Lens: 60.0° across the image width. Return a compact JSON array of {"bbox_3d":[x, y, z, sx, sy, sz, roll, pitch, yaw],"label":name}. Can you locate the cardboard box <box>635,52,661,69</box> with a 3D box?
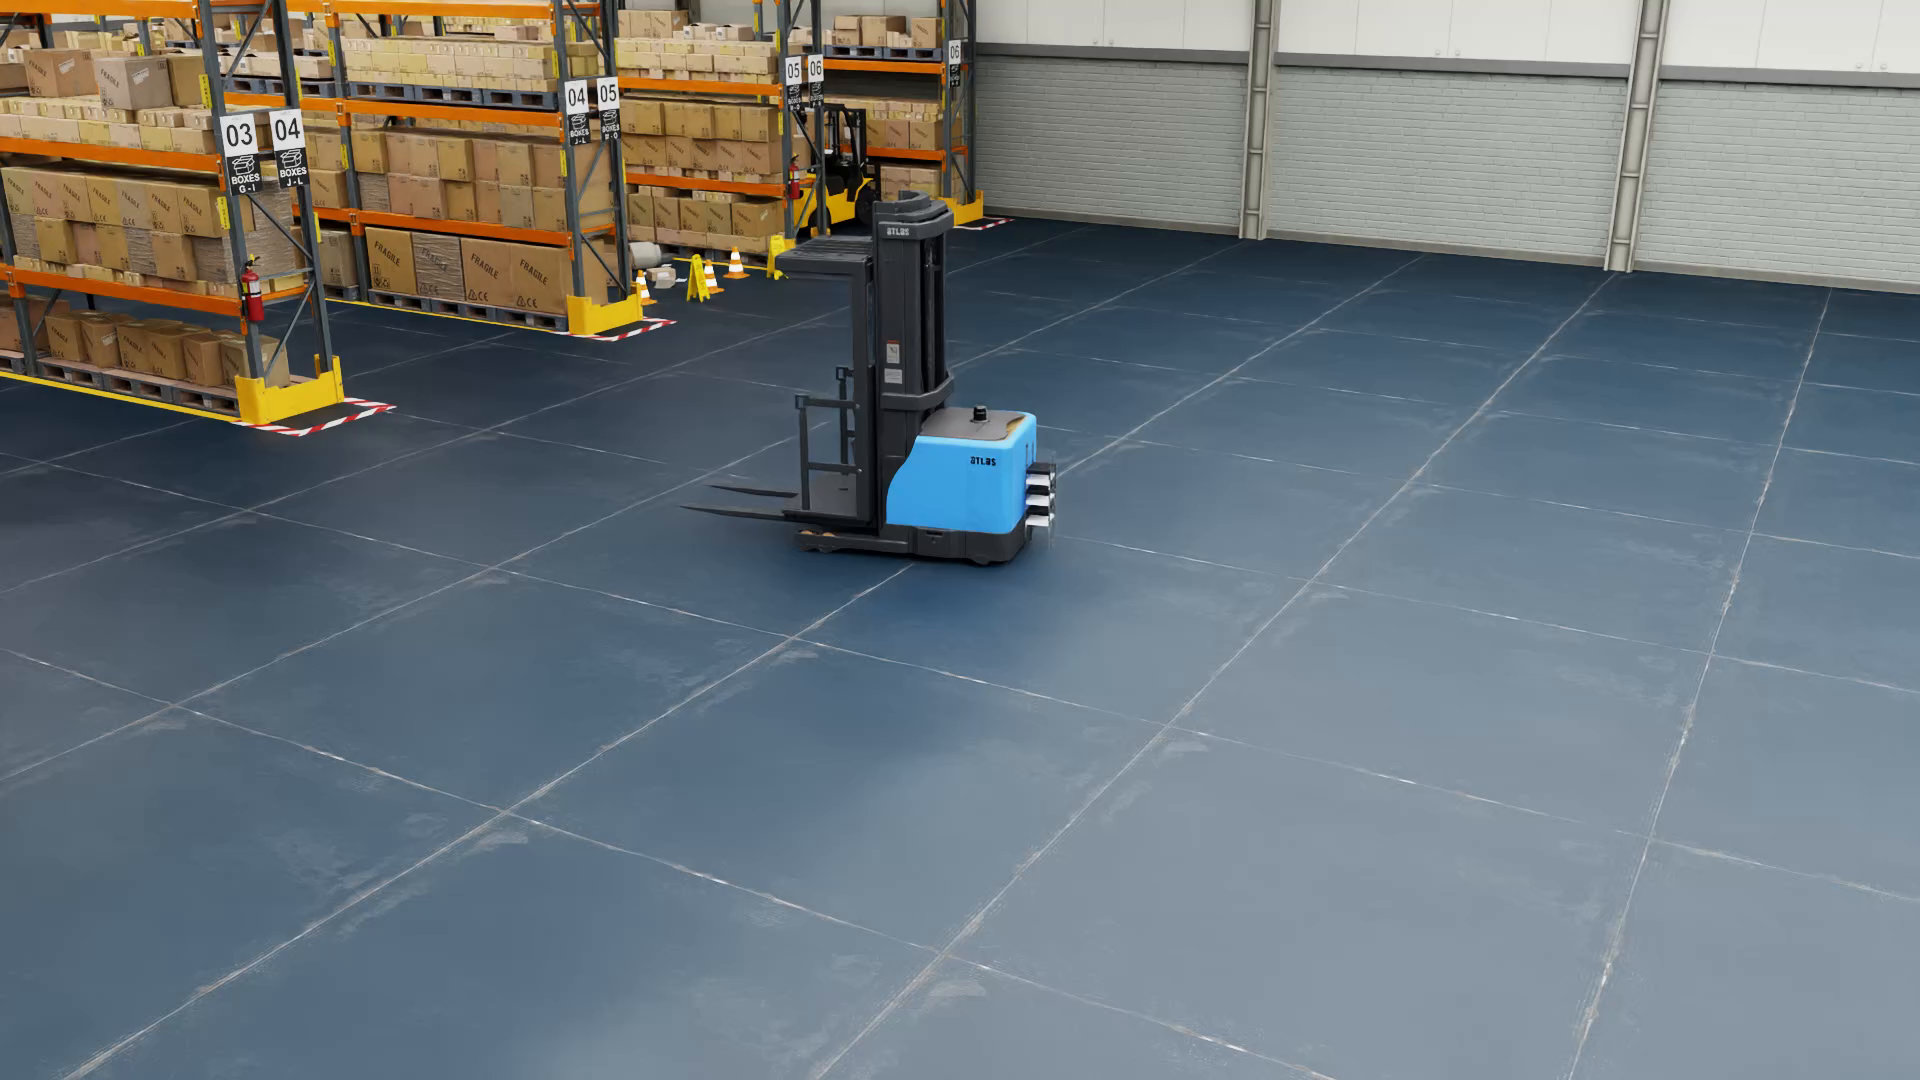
[{"bbox_3d":[-4.780,-7.590,26.275,0.500,0.250,0.500,11,23,28],"label":"cardboard box"}]

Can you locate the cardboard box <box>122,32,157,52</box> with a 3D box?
[{"bbox_3d":[-12.214,-7.417,24.746,0.258,0.266,0.396,11,23,27],"label":"cardboard box"}]

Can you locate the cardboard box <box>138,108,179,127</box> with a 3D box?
[{"bbox_3d":[-8.345,-4.426,17.404,0.250,0.149,0.380,11,23,28],"label":"cardboard box"}]

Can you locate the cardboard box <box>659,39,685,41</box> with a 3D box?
[{"bbox_3d":[-4.616,-7.946,26.672,0.250,0.149,0.380,10,22,26],"label":"cardboard box"}]

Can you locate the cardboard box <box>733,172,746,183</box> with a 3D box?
[{"bbox_3d":[-3.344,-5.709,26.073,0.250,0.149,0.380,10,22,26],"label":"cardboard box"}]

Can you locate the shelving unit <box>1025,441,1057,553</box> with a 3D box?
[{"bbox_3d":[0.682,-0.362,14.044,0.210,0.900,0.258,5,21,15],"label":"shelving unit"}]

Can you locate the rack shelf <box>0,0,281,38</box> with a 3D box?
[{"bbox_3d":[-9.004,-5.633,17.758,4.000,0.370,1.077,11,23,27],"label":"rack shelf"}]

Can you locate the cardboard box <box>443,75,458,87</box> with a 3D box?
[{"bbox_3d":[-6.537,-6.024,21.781,0.250,0.149,0.380,11,23,28],"label":"cardboard box"}]

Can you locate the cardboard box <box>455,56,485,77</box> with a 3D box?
[{"bbox_3d":[-6.188,-6.169,21.595,0.500,0.250,0.500,11,22,27],"label":"cardboard box"}]

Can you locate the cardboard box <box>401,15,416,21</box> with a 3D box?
[{"bbox_3d":[-11.489,-11.053,35.088,0.500,0.250,0.500,10,22,26],"label":"cardboard box"}]

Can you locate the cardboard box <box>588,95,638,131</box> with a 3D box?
[{"bbox_3d":[-5.638,-6.955,27.089,0.500,0.500,0.700,11,22,27],"label":"cardboard box"}]

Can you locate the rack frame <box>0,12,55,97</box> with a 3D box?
[{"bbox_3d":[-10.750,-6.305,18.551,0.127,3.000,1.000,11,23,27],"label":"rack frame"}]

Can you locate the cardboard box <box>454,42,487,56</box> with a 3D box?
[{"bbox_3d":[-6.320,-6.358,21.531,0.250,0.149,0.380,10,22,27],"label":"cardboard box"}]

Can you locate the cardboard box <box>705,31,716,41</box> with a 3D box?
[{"bbox_3d":[-4.607,-9.543,31.480,0.250,0.149,0.380,11,23,27],"label":"cardboard box"}]

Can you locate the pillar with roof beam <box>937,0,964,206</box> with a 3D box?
[{"bbox_3d":[-2.275,-9.171,26.452,0.400,9.000,9.100,11,23,27],"label":"pillar with roof beam"}]

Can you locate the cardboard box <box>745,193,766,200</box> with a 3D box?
[{"bbox_3d":[-3.473,-5.334,26.986,0.500,0.500,0.500,10,22,25],"label":"cardboard box"}]

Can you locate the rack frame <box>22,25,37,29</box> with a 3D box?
[{"bbox_3d":[-15.227,-9.096,26.243,0.127,3.000,1.000,11,23,27],"label":"rack frame"}]

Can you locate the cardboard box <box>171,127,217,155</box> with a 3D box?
[{"bbox_3d":[-7.802,-4.164,17.267,0.500,0.250,0.500,11,23,29],"label":"cardboard box"}]

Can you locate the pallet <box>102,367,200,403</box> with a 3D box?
[{"bbox_3d":[-9.077,-1.871,19.213,1.213,0.211,1.003,11,23,27],"label":"pallet"}]

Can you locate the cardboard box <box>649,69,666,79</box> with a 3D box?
[{"bbox_3d":[-4.681,-7.362,26.232,0.250,0.149,0.380,10,22,26],"label":"cardboard box"}]

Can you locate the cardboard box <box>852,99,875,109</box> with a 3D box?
[{"bbox_3d":[-1.765,-7.990,30.460,0.250,0.149,0.380,11,23,28],"label":"cardboard box"}]

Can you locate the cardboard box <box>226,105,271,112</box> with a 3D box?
[{"bbox_3d":[-7.564,-4.534,17.701,0.250,0.149,0.380,11,23,28],"label":"cardboard box"}]

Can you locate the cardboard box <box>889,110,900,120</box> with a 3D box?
[{"bbox_3d":[-1.091,-7.714,30.135,0.250,0.149,0.380,11,22,27],"label":"cardboard box"}]

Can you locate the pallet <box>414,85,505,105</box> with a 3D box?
[{"bbox_3d":[-6.472,-5.971,22.158,1.213,0.211,1.003,11,23,27],"label":"pallet"}]

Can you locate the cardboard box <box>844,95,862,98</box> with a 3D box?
[{"bbox_3d":[-1.971,-8.220,31.092,0.250,0.149,0.380,11,22,27],"label":"cardboard box"}]

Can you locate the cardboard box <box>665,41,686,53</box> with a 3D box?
[{"bbox_3d":[-4.403,-7.719,26.046,0.250,0.149,0.380,11,23,28],"label":"cardboard box"}]

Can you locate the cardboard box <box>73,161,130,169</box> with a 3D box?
[{"bbox_3d":[-9.785,-4.066,19.127,0.500,0.500,0.500,11,23,27],"label":"cardboard box"}]

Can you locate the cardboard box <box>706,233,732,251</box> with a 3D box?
[{"bbox_3d":[-3.710,-4.818,26.665,0.500,0.250,0.500,11,23,27],"label":"cardboard box"}]

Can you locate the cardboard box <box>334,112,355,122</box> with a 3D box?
[{"bbox_3d":[-10.870,-7.793,29.838,0.500,0.500,0.500,11,23,27],"label":"cardboard box"}]

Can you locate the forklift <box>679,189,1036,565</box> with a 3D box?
[{"bbox_3d":[-0.909,-1.436,14.024,3.031,2.935,1.130,5,21,15],"label":"forklift"}]

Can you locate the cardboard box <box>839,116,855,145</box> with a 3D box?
[{"bbox_3d":[-1.905,-7.554,30.644,0.500,0.500,0.500,11,23,28],"label":"cardboard box"}]

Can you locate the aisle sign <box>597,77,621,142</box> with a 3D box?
[{"bbox_3d":[-4.542,-5.579,21.535,0.004,0.787,0.394,11,23,27],"label":"aisle sign"}]

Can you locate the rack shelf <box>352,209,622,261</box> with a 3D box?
[{"bbox_3d":[-6.496,-4.274,22.804,4.000,0.370,1.077,11,23,27],"label":"rack shelf"}]

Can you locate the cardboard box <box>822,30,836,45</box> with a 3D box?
[{"bbox_3d":[-2.351,-9.168,30.276,0.258,0.266,0.396,10,22,26],"label":"cardboard box"}]

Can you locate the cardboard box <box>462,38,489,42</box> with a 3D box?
[{"bbox_3d":[-6.442,-6.638,22.303,0.250,0.149,0.380,11,23,28],"label":"cardboard box"}]

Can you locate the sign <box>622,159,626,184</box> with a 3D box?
[{"bbox_3d":[-4.474,-4.888,22.056,0.005,0.325,0.100,11,23,27],"label":"sign"}]

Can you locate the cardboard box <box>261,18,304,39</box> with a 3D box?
[{"bbox_3d":[-12.273,-9.187,30.133,0.500,0.500,0.500,10,22,26],"label":"cardboard box"}]

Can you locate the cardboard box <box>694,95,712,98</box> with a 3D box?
[{"bbox_3d":[-5.010,-8.655,32.730,0.250,0.149,0.380,11,23,28],"label":"cardboard box"}]

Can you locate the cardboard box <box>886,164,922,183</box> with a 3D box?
[{"bbox_3d":[-1.010,-6.690,30.360,0.500,0.250,0.500,11,23,28],"label":"cardboard box"}]

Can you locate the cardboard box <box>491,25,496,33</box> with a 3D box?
[{"bbox_3d":[-9.306,-10.398,33.840,0.250,0.149,0.380,11,23,29],"label":"cardboard box"}]

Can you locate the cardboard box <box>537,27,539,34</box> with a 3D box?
[{"bbox_3d":[-8.529,-10.315,33.639,0.250,0.149,0.380,12,23,29],"label":"cardboard box"}]

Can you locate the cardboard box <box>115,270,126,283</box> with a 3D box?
[{"bbox_3d":[-9.152,-2.968,18.518,0.250,0.149,0.380,11,23,27],"label":"cardboard box"}]

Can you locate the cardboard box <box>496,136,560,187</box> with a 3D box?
[{"bbox_3d":[-5.581,-4.995,21.933,0.550,0.550,0.875,11,23,27],"label":"cardboard box"}]

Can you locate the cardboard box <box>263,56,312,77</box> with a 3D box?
[{"bbox_3d":[-9.428,-6.669,23.410,0.500,0.250,0.500,11,22,27],"label":"cardboard box"}]

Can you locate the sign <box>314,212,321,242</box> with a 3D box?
[{"bbox_3d":[-6.993,-3.389,18.038,0.005,0.325,0.100,11,23,27],"label":"sign"}]

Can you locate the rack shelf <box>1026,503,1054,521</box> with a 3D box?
[{"bbox_3d":[0.682,-0.246,14.086,0.200,0.077,0.258,5,21,15],"label":"rack shelf"}]

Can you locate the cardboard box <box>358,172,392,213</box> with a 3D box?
[{"bbox_3d":[-7.914,-4.958,23.414,0.550,0.550,0.875,11,23,27],"label":"cardboard box"}]

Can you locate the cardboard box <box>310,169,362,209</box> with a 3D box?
[{"bbox_3d":[-8.828,-4.999,23.601,0.500,0.500,0.500,11,22,27],"label":"cardboard box"}]

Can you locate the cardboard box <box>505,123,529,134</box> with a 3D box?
[{"bbox_3d":[-7.313,-6.998,28.059,0.500,0.500,0.500,12,23,29],"label":"cardboard box"}]

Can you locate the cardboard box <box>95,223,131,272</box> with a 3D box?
[{"bbox_3d":[-9.066,-3.337,18.582,0.500,0.500,0.875,11,23,27],"label":"cardboard box"}]

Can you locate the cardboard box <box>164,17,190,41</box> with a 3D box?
[{"bbox_3d":[-14.706,-9.753,31.544,0.500,0.500,0.500,11,23,28],"label":"cardboard box"}]
